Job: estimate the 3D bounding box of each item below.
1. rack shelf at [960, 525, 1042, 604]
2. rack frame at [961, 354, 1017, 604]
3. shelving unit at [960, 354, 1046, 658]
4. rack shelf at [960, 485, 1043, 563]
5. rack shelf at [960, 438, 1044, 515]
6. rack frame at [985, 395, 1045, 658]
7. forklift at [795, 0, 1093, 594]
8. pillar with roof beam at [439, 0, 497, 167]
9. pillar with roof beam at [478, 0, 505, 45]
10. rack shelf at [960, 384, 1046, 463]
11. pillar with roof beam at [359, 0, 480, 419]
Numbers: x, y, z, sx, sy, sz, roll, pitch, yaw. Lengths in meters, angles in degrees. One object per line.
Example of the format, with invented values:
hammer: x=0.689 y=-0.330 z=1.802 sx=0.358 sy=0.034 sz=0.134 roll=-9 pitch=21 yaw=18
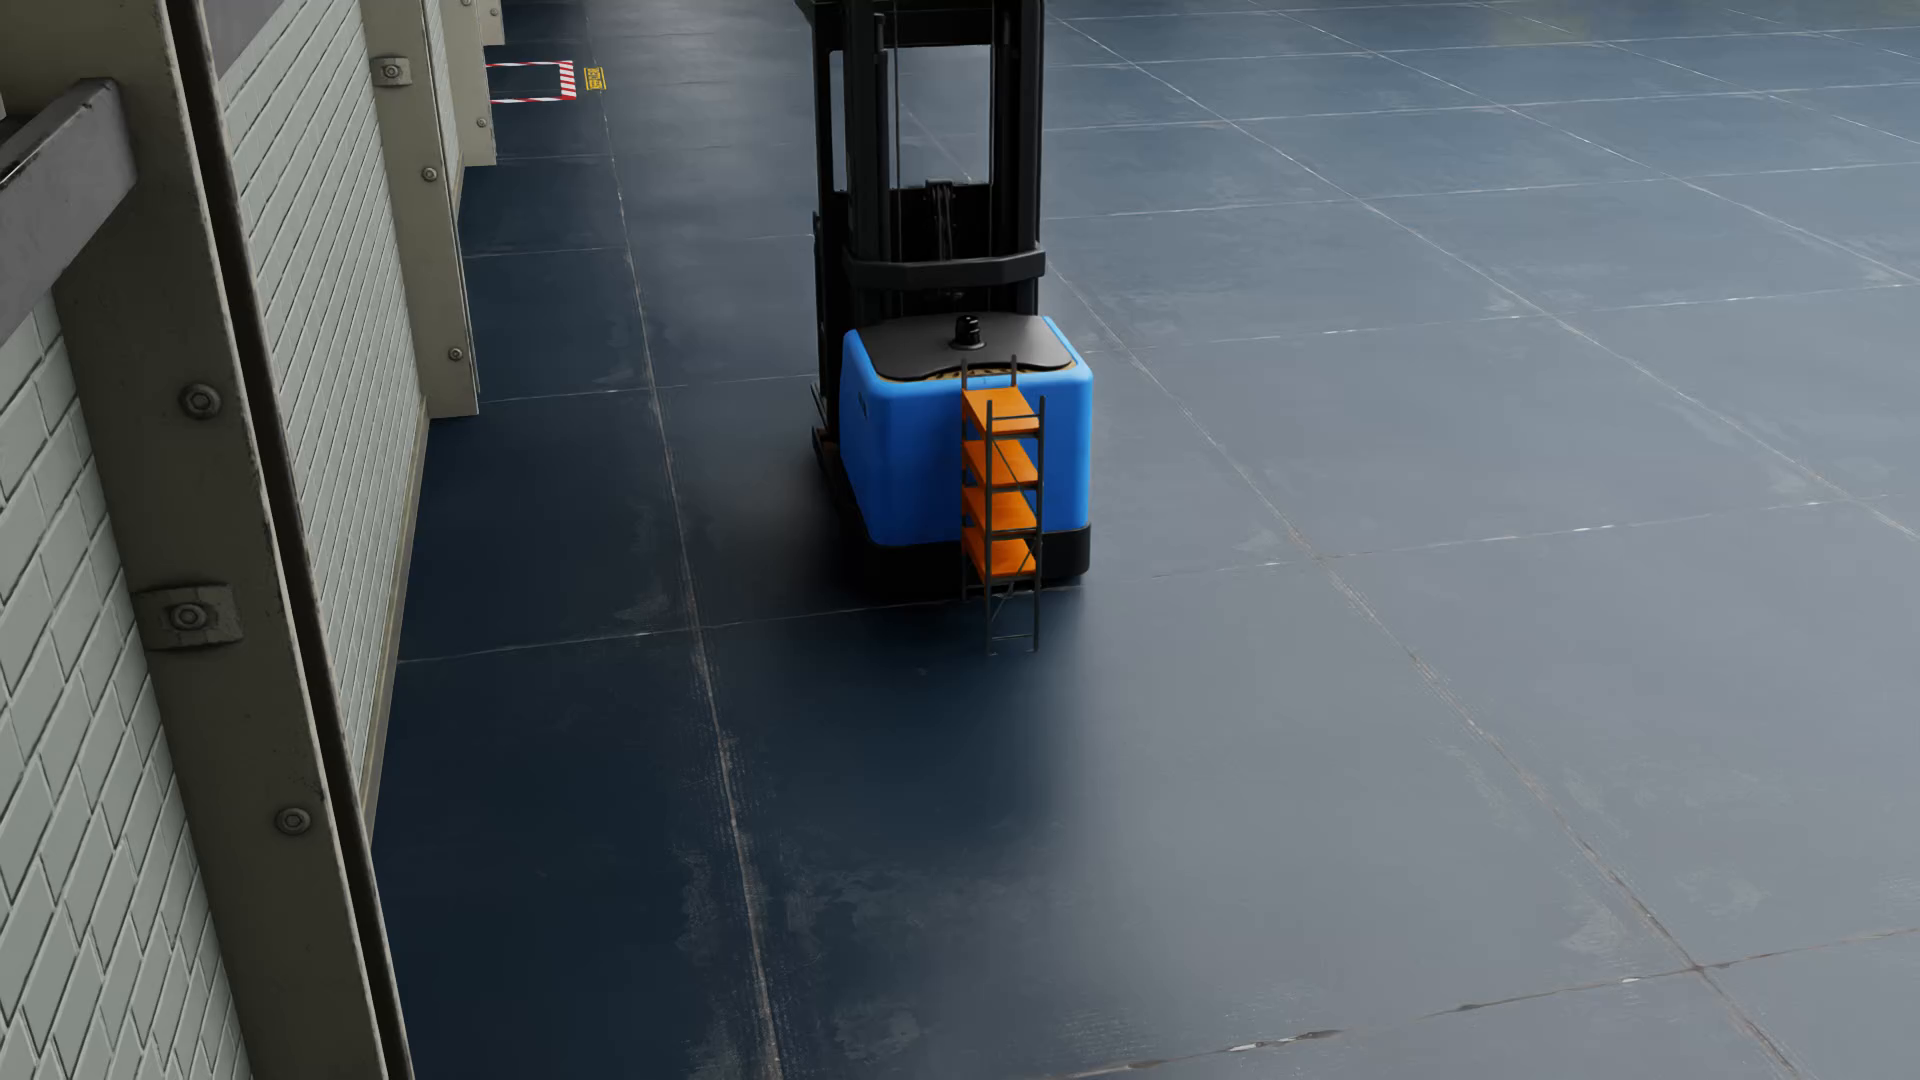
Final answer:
rack shelf: x=0.176 y=0.091 z=7.327 sx=0.258 sy=0.148 sz=0.480 roll=-5 pitch=27 yaw=-11
rack frame: x=0.126 y=-0.253 z=7.421 sx=0.240 sy=1.200 sz=0.015 roll=-5 pitch=27 yaw=-11
shelving unit: x=0.176 y=-0.146 z=7.207 sx=0.258 sy=1.200 sz=0.503 roll=-5 pitch=27 yaw=-11
rack shelf: x=0.176 y=-0.086 z=7.238 sx=0.258 sy=0.148 sz=0.480 roll=-5 pitch=27 yaw=-11
rack shelf: x=0.176 y=-0.286 z=7.137 sx=0.258 sy=0.148 sz=0.480 roll=-5 pitch=27 yaw=-11
rack frame: x=0.227 y=-0.038 z=6.994 sx=0.240 sy=1.200 sz=0.015 roll=-5 pitch=27 yaw=-11
forklift: x=-0.198 y=-1.703 z=8.371 sx=1.130 sy=2.935 sz=3.031 roll=-5 pitch=27 yaw=-11
pillar with roof beam: x=-0.162 y=-7.891 z=13.897 sx=9.100 sy=9.000 sz=0.400 roll=-6 pitch=27 yaw=-12
pillar with roof beam: x=-1.515 y=-10.525 z=19.115 sx=9.100 sy=9.000 sz=0.400 roll=-6 pitch=27 yaw=-12
rack shelf: x=0.176 y=-0.497 z=7.030 sx=0.258 sy=0.148 sz=0.480 roll=-5 pitch=27 yaw=-11
pillar with roof beam: x=1.190 y=-5.257 z=8.678 sx=9.100 sy=9.000 sz=0.400 roll=-6 pitch=27 yaw=-12
